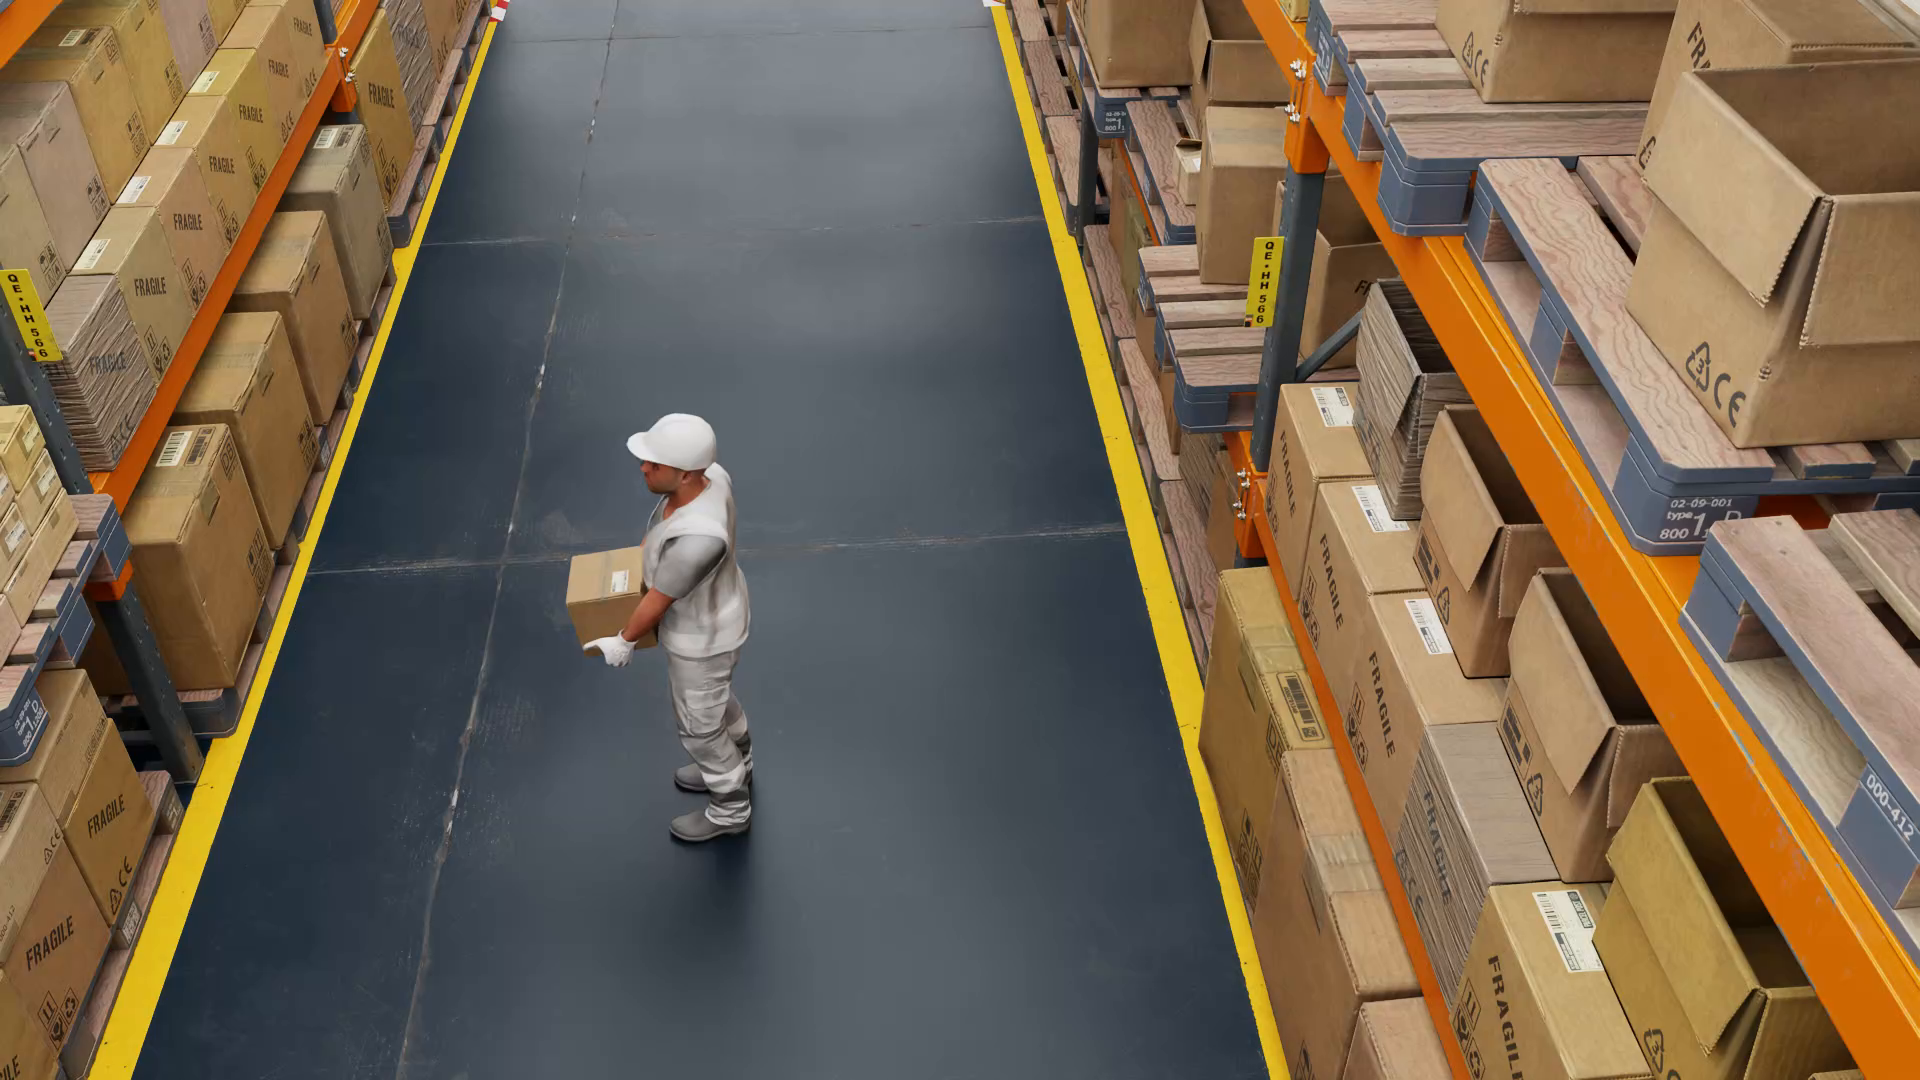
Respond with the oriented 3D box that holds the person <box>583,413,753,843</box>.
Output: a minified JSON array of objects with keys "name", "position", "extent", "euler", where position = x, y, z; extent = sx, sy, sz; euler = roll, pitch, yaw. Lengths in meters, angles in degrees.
[{"name":"person","position":[-1.001,0.318,5.739],"extent":[0.561,1.787,0.495],"euler":[-3,39,-4]}]
